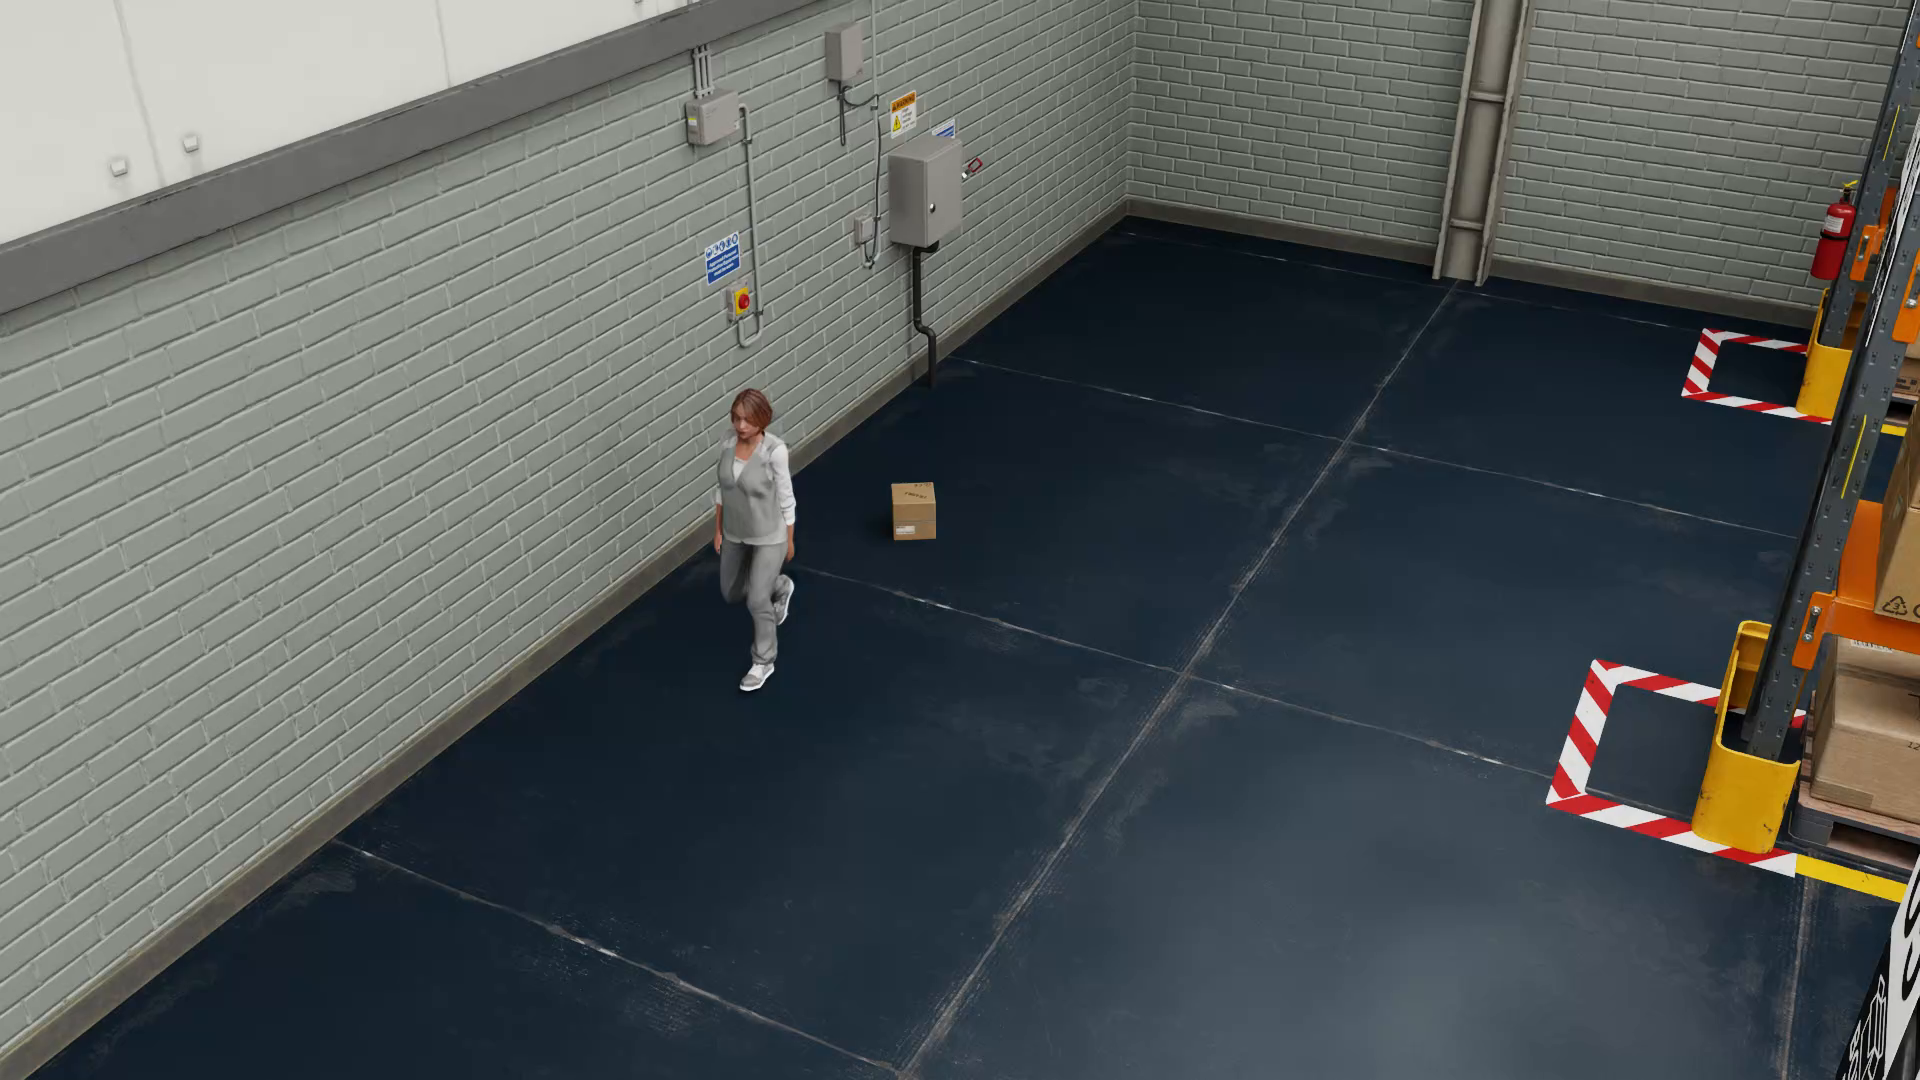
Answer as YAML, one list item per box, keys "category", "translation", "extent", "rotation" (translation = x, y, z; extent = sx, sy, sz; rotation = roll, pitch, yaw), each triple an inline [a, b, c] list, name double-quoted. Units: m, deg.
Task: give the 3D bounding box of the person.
- category: "person"
  translation: [-0.997, -0.050, 8.336]
  extent: [0.424, 1.582, 0.640]
  rotation: [16, 34, 25]
